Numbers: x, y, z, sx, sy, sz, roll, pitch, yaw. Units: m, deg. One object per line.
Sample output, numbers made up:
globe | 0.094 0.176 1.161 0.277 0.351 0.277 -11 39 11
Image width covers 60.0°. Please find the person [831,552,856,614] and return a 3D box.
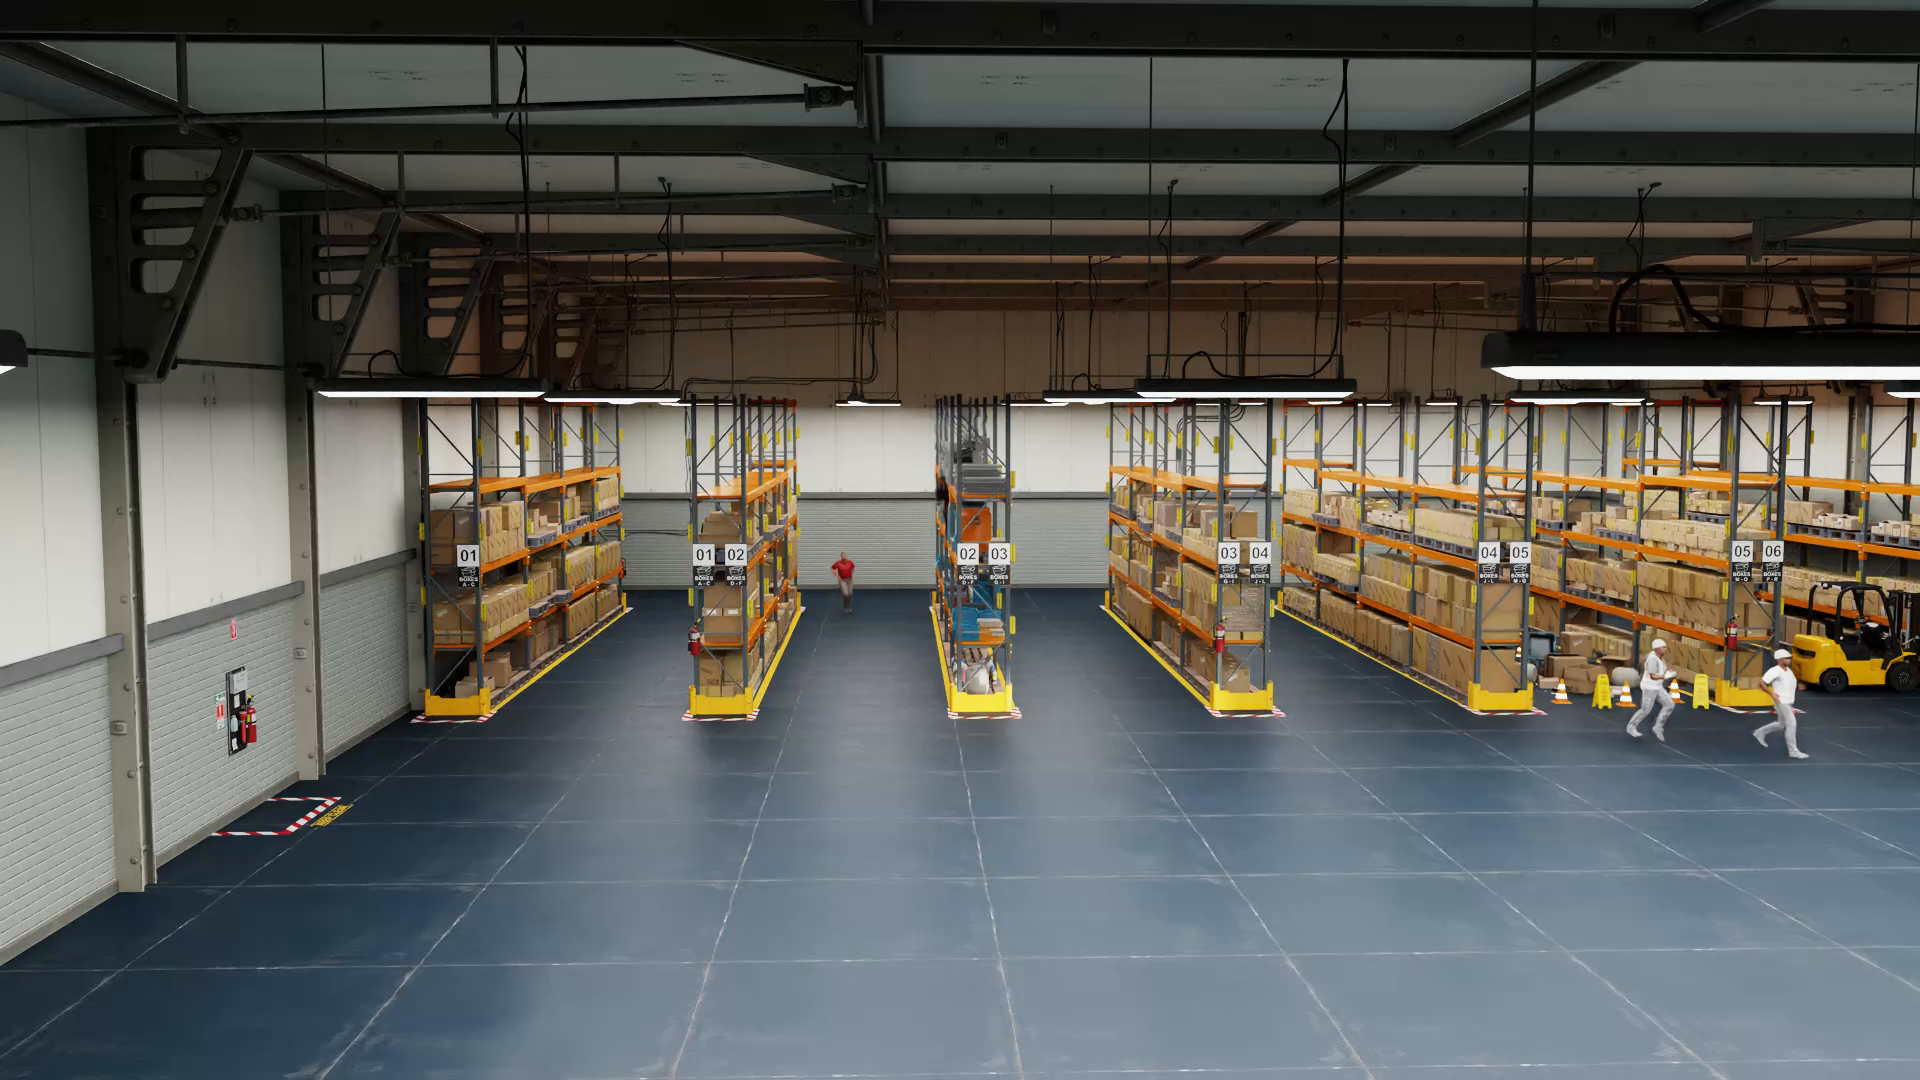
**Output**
person | -3.220 1.227 46.611 0.657 1.776 0.729 -2 5 -27

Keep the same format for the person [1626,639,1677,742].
person | 11.936 2.584 28.656 0.837 1.783 0.714 3 6 38

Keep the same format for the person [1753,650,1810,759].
person | 13.555 2.677 27.421 0.711 1.748 0.958 -4 6 -42
